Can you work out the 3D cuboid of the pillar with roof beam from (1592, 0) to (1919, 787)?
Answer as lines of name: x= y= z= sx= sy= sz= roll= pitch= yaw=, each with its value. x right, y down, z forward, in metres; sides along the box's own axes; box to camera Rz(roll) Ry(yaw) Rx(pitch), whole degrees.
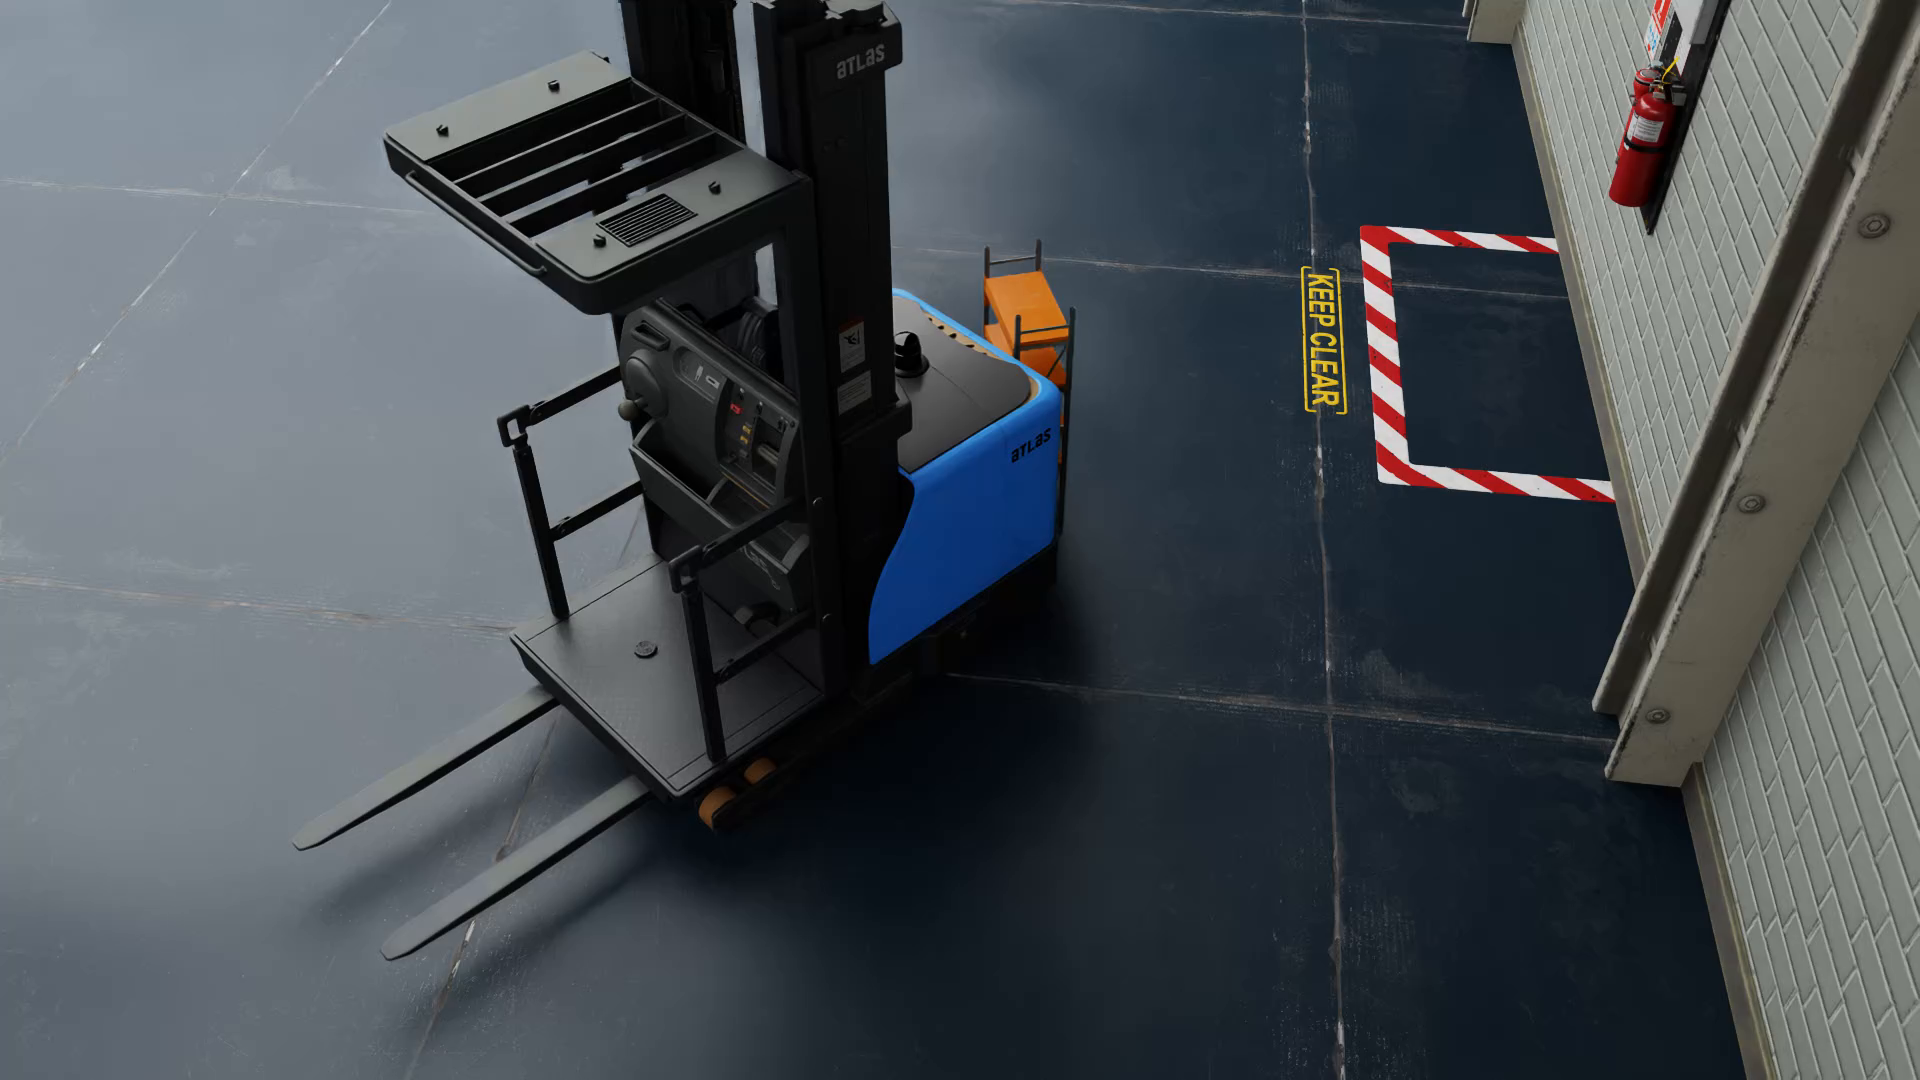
pillar with roof beam: x=-1.641 y=-2.874 z=3.740 sx=9.100 sy=9.000 sz=0.400 roll=5 pitch=44 yaw=6

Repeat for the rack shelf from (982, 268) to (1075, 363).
rack shelf: x=0.274 y=-0.896 z=6.752 sx=0.258 sy=0.148 sz=0.480 roll=-9 pitch=44 yaw=-10

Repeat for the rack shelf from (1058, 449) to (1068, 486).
rack shelf: x=0.274 y=-0.418 z=7.205 sx=0.258 sy=0.148 sz=0.480 roll=-9 pitch=44 yaw=-10

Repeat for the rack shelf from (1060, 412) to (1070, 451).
rack shelf: x=0.274 y=-0.562 z=7.069 sx=0.258 sy=0.148 sz=0.480 roll=-9 pitch=44 yaw=-10

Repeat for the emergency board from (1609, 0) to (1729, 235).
emergency board: x=2.990 y=-1.985 z=7.165 sx=0.194 sy=1.169 sz=0.643 roll=5 pitch=44 yaw=6

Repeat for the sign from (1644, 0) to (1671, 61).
sign: x=3.166 y=-2.365 z=7.541 sx=0.001 sy=0.329 sz=0.234 roll=5 pitch=44 yaw=6

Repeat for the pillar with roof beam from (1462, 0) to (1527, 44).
pillar with roof beam: x=-0.848 y=-6.963 z=8.059 sx=9.100 sy=9.000 sz=0.400 roll=5 pitch=44 yaw=6

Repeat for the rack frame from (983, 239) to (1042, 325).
rack frame: x=0.217 y=-0.774 z=7.195 sx=0.240 sy=1.200 sz=0.015 roll=-9 pitch=44 yaw=-10

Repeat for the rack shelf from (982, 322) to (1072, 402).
rack shelf: x=0.274 y=-0.725 z=6.915 sx=0.258 sy=0.148 sz=0.480 roll=-9 pitch=44 yaw=-10

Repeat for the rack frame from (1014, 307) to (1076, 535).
rack frame: x=0.331 y=-0.448 z=6.850 sx=0.240 sy=1.200 sz=0.015 roll=-9 pitch=44 yaw=-10

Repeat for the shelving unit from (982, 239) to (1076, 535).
shelving unit: x=0.274 y=-0.611 z=7.023 sx=0.258 sy=1.200 sz=0.503 roll=-9 pitch=44 yaw=-10

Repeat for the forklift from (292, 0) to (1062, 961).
forklift: x=-1.012 y=-0.402 z=5.543 sx=3.031 sy=2.935 sz=1.130 roll=-33 pitch=53 yaw=-30
